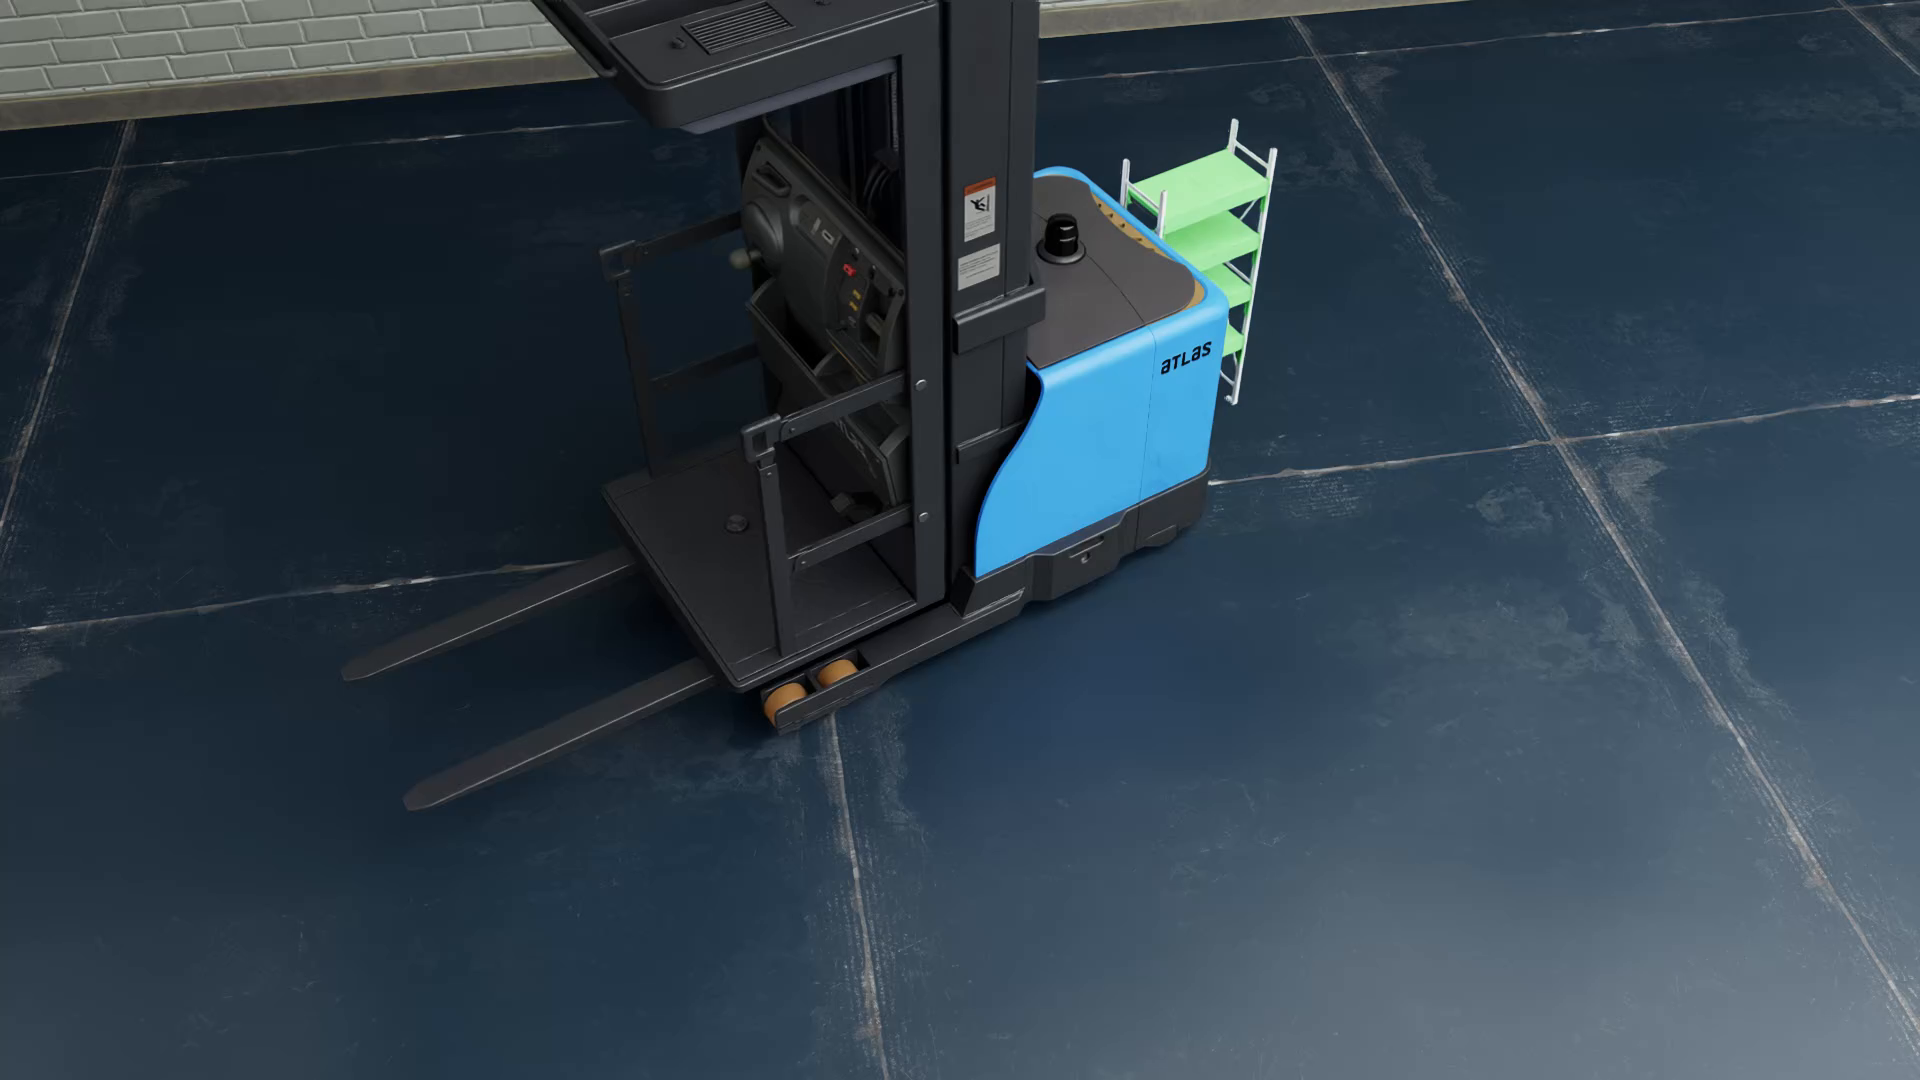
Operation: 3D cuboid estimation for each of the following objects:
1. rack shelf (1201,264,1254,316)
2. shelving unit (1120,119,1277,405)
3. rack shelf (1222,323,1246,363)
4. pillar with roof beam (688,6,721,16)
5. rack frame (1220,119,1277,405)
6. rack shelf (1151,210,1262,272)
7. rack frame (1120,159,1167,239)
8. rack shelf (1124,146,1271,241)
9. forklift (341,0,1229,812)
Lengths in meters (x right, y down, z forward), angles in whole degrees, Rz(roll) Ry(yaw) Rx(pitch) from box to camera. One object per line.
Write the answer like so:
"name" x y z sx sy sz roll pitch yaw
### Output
"rack shelf" 0.853 -0.906 6.378 0.480 0.148 0.258 -24 51 -22
"shelving unit" 0.853 -0.950 6.332 0.503 1.200 0.258 -24 51 -22
"rack shelf" 0.853 -0.739 6.551 0.480 0.148 0.258 -24 51 -22
"pillar with roof beam" -0.416 -2.443 2.354 0.400 9.000 9.100 -7 46 -7
"rack frame" 1.060 -1.044 6.423 0.015 1.200 0.240 -24 51 -22
"rack shelf" 0.853 -1.072 6.206 0.480 0.148 0.258 -24 51 -22
"rack frame" 0.647 -0.857 6.242 0.015 1.200 0.240 -24 51 -22
"rack shelf" 0.853 -1.239 6.033 0.480 0.148 0.258 -24 51 -22
"forklift" -0.601 -0.808 4.994 3.031 2.935 1.130 -24 51 -22
